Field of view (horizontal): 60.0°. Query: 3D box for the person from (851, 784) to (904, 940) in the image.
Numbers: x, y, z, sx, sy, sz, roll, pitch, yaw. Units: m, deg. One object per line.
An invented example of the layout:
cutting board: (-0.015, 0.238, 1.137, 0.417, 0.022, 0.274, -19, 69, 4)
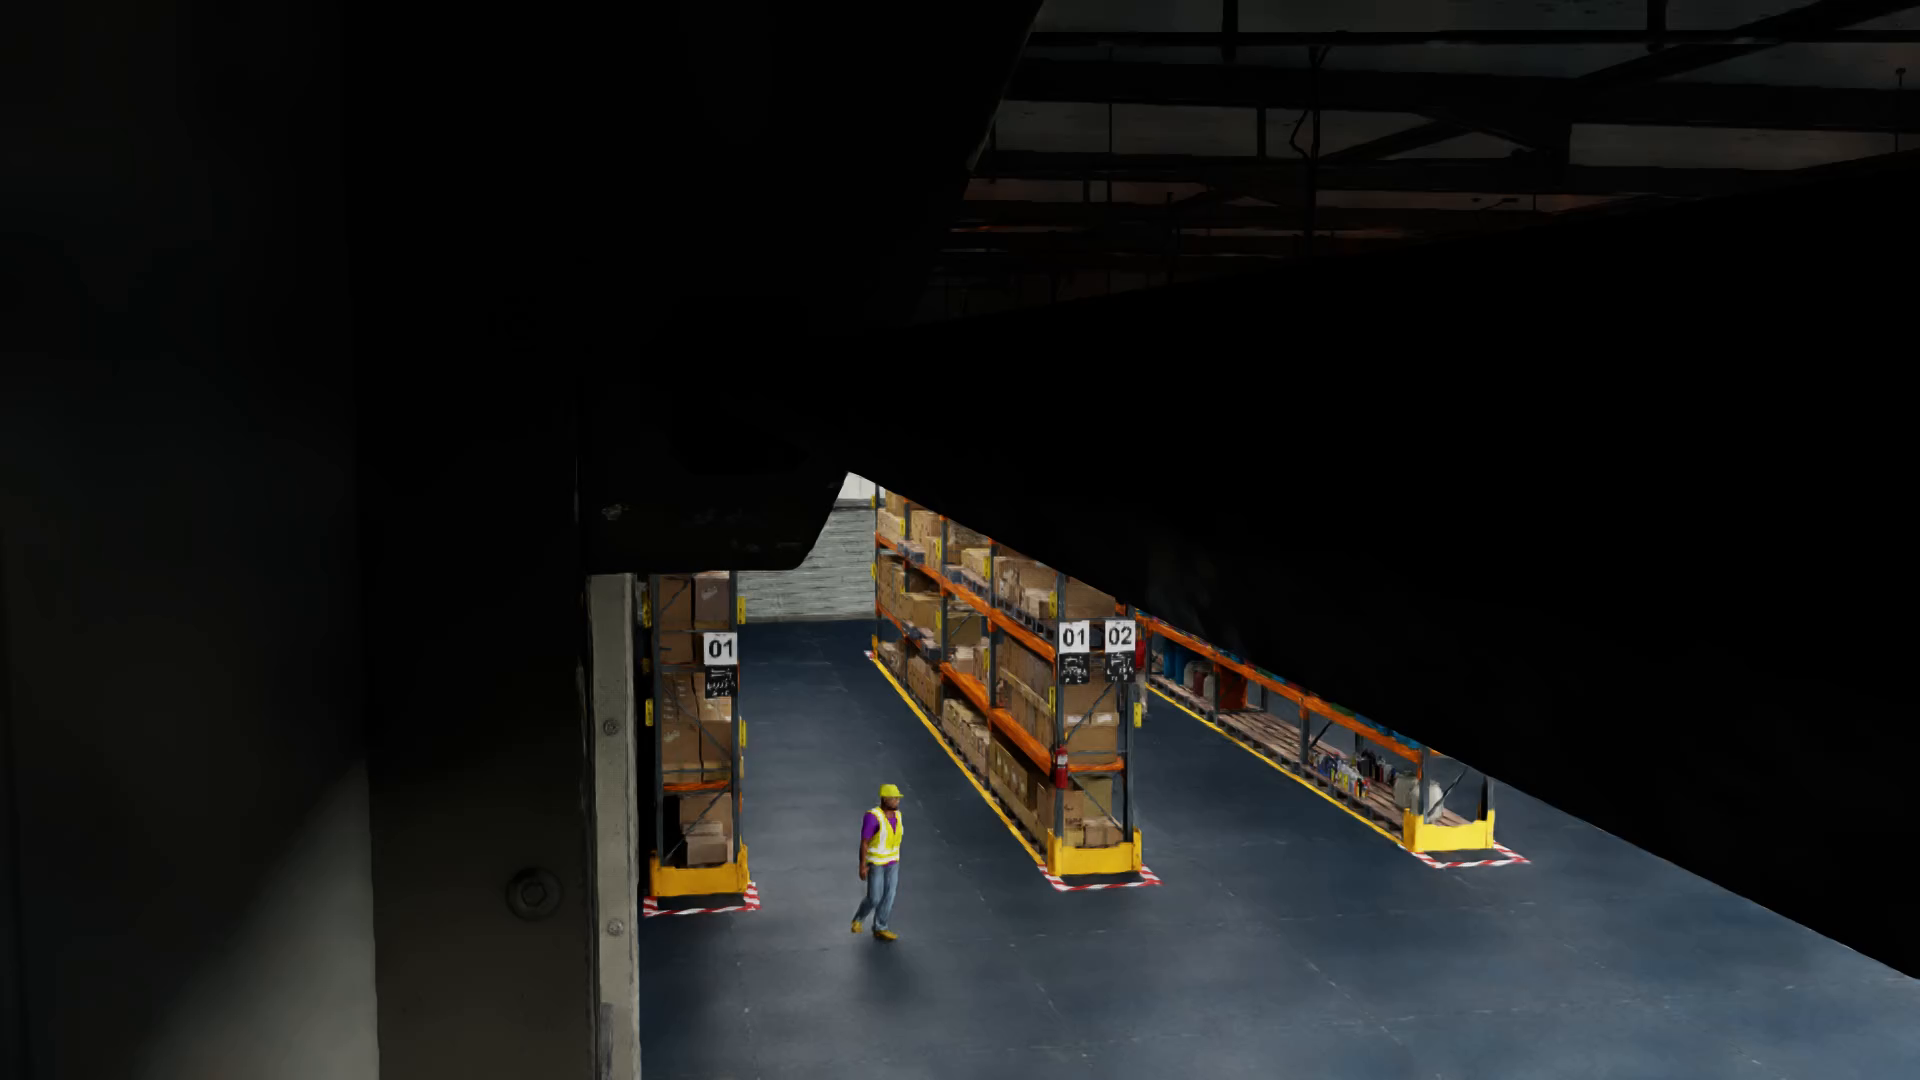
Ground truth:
person: (-0.911, 3.564, 18.509, 0.575, 1.756, 0.611, 5, 8, 43)

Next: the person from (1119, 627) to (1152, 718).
person: (3.146, 2.388, 30.297, 0.542, 1.645, 1.126, -1, 6, -9)
